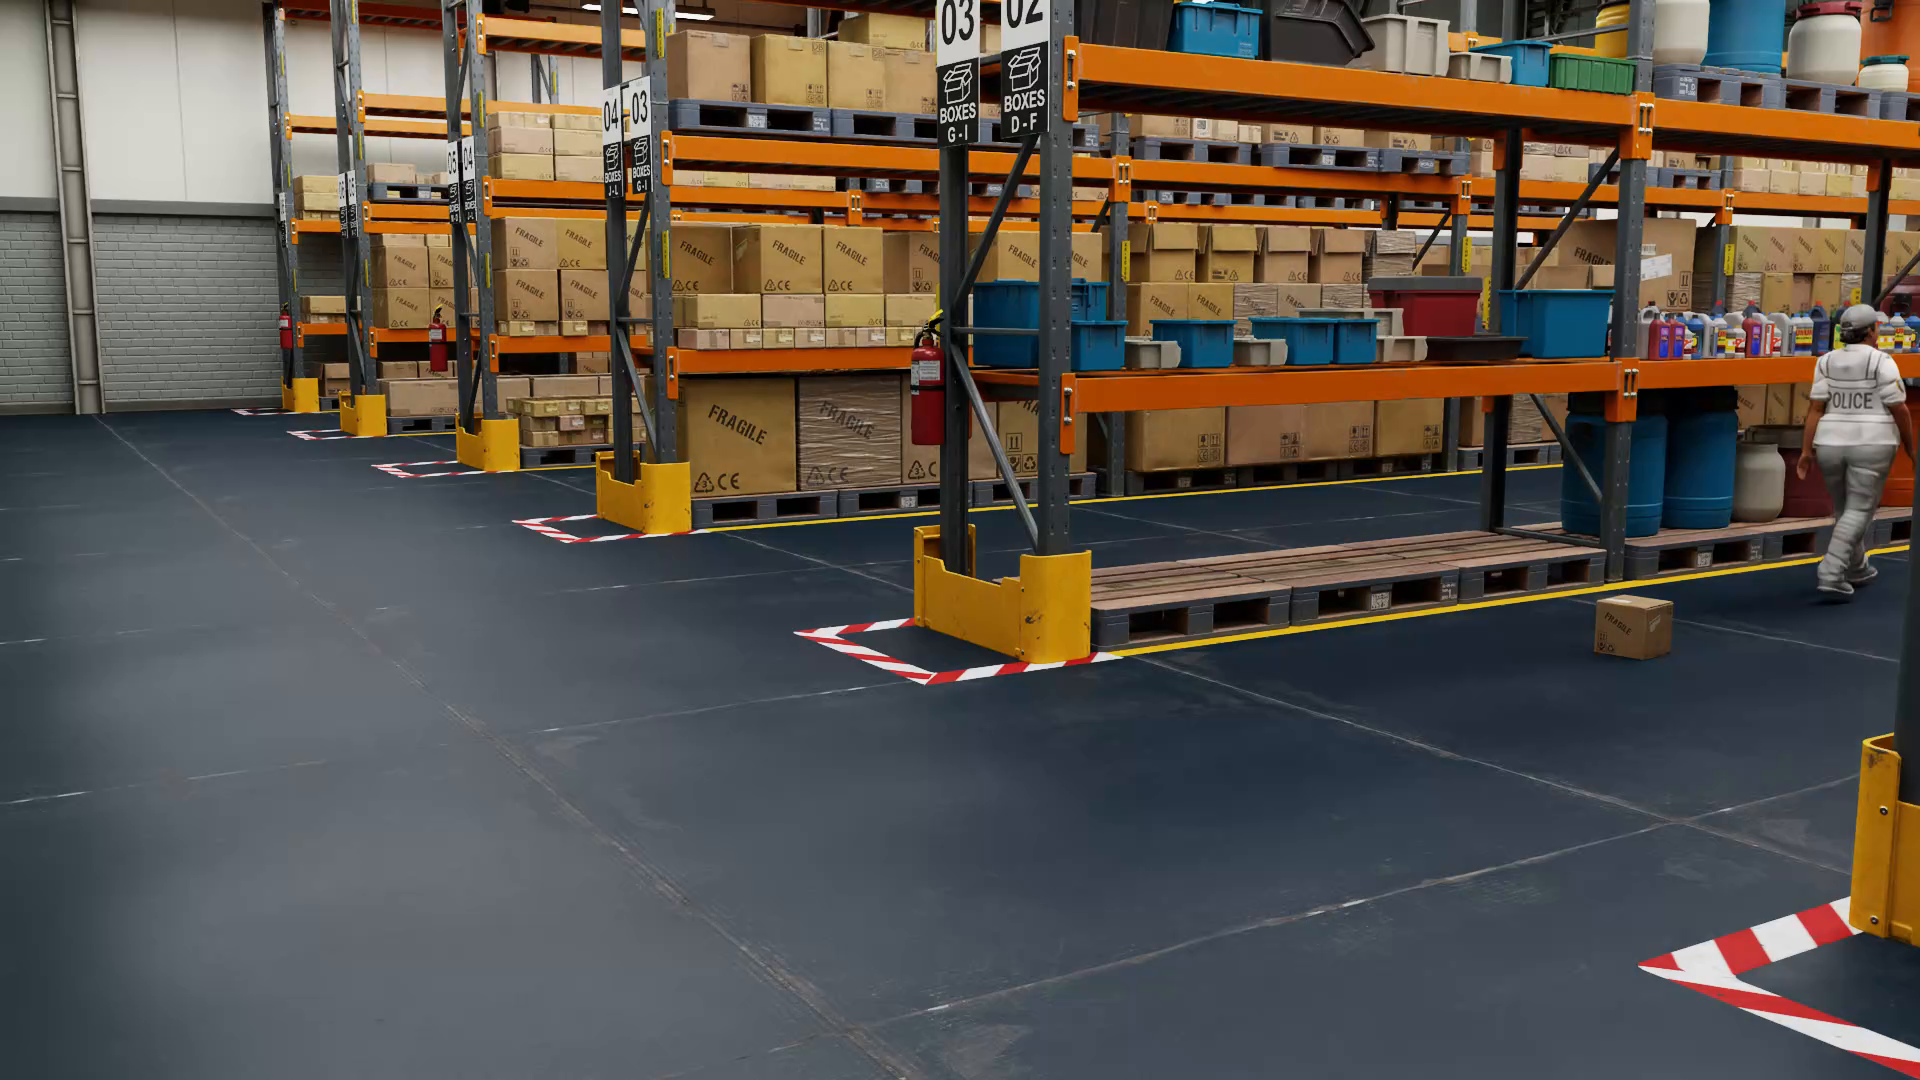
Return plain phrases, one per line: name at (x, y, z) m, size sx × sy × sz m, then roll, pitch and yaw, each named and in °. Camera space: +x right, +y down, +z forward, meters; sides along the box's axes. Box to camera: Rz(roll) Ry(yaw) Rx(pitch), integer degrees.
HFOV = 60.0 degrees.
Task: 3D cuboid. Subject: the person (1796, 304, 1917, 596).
person at (5.079, -0.515, 9.340) m, size 0.962 × 1.606 × 0.509 m, roll -5°, pitch 10°, yaw -32°
